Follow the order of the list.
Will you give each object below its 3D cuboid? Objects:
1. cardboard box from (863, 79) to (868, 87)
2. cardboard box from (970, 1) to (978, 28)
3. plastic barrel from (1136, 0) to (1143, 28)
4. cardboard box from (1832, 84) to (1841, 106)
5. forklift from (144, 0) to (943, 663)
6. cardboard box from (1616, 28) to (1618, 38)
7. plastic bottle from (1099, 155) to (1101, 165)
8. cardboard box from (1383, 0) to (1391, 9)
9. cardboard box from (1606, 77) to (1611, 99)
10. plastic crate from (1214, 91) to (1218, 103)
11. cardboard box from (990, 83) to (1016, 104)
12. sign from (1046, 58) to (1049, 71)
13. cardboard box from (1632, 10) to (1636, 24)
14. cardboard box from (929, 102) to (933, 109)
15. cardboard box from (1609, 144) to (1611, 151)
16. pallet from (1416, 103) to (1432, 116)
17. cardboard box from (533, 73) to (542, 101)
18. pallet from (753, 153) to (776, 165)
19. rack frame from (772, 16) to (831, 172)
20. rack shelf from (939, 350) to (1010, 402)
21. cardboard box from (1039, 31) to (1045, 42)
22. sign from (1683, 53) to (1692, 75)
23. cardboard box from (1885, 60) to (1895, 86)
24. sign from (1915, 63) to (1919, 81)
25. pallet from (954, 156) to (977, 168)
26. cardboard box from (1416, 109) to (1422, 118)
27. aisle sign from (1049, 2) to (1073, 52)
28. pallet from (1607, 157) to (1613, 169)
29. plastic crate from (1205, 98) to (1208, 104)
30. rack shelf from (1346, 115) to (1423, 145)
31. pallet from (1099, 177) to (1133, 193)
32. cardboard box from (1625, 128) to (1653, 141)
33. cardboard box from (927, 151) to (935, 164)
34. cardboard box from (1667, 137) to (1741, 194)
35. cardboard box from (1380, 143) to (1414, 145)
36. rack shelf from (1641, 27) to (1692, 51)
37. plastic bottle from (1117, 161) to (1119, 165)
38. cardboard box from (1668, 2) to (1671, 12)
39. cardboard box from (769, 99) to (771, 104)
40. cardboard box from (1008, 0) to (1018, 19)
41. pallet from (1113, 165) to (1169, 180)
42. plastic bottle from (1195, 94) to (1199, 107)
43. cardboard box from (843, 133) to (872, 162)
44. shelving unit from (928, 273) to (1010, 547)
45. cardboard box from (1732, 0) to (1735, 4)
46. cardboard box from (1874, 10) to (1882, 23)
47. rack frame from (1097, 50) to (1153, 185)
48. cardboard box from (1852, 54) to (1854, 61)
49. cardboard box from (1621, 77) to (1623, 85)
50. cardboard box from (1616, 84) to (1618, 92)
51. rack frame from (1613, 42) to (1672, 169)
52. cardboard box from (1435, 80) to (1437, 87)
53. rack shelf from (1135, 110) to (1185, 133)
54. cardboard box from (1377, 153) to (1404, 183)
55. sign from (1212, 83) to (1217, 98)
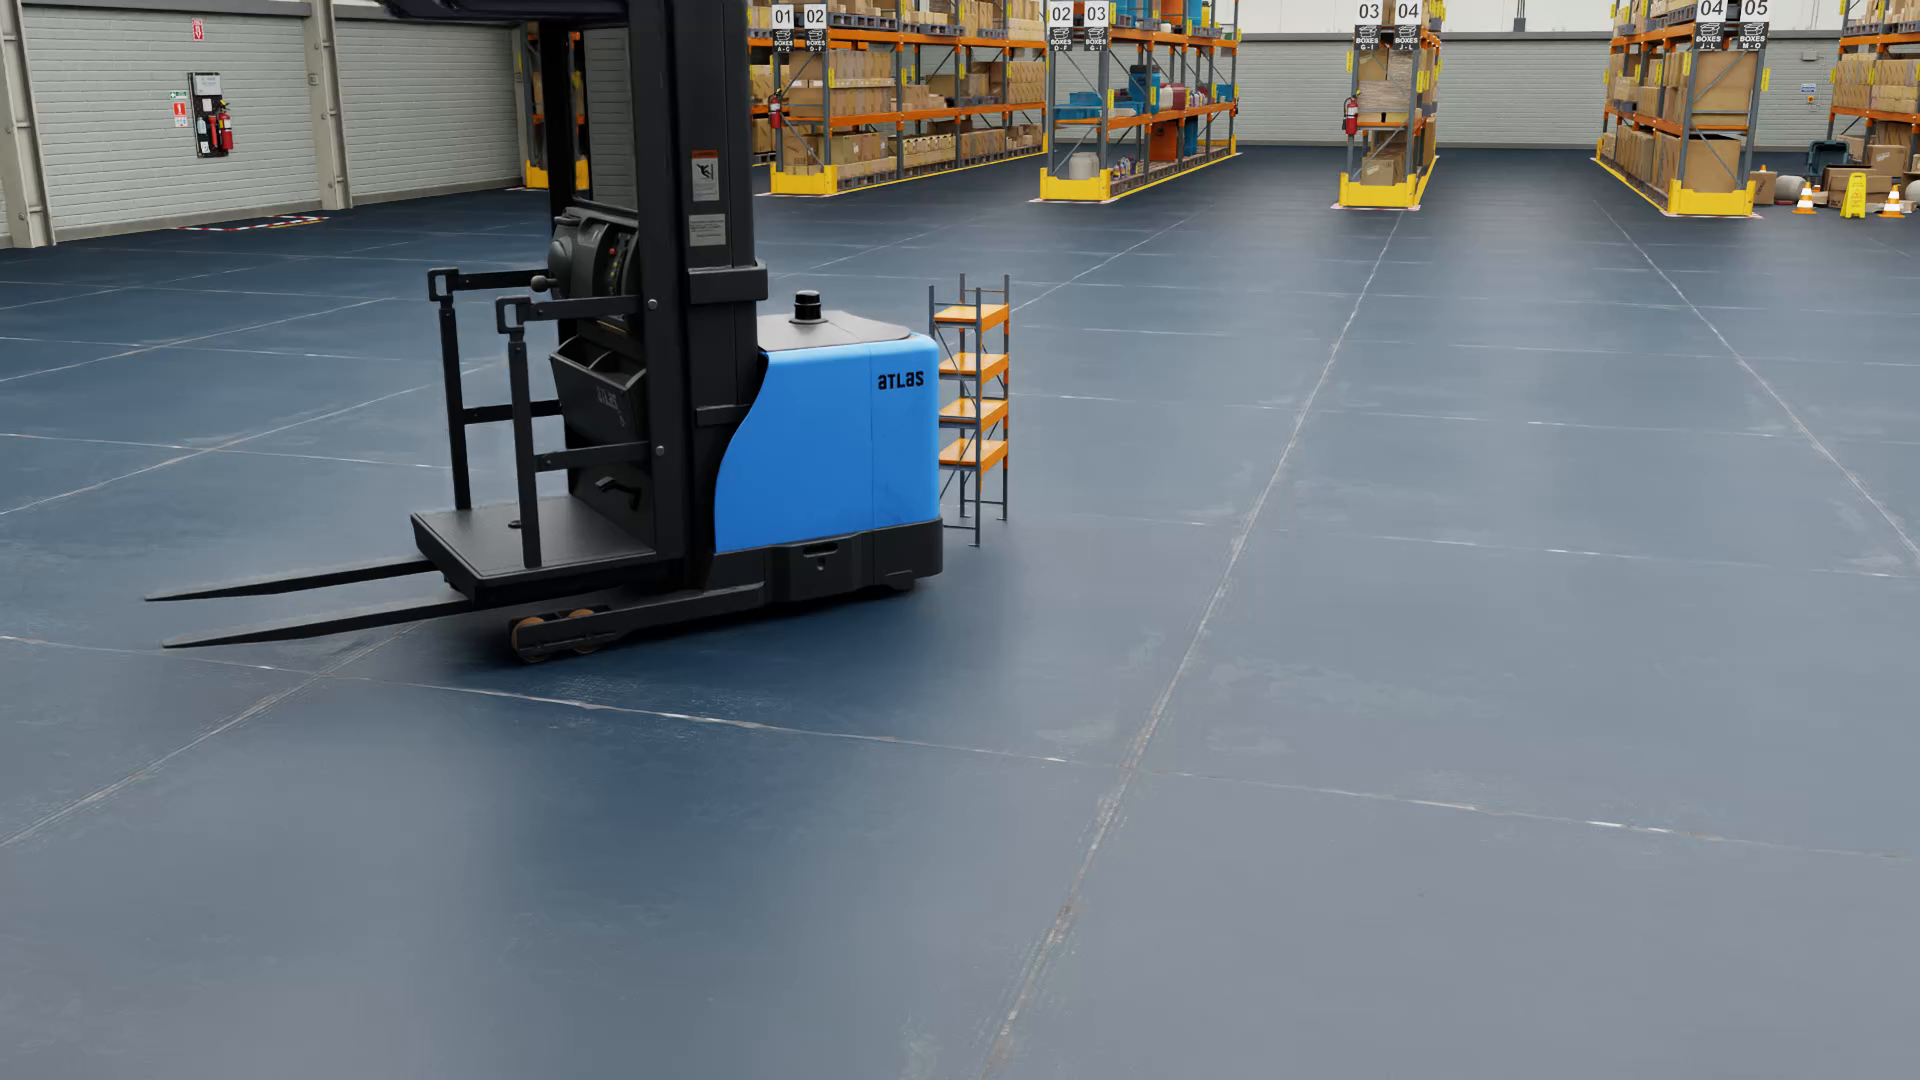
[{"bbox_3d":[-1.939,-8.536,31.055,0.380,0.149,0.250,5,17,18],"label":"cardboard box"},{"bbox_3d":[0.051,-12.024,38.093,0.600,0.600,0.600,4,16,14],"label":"cardboard box"},{"bbox_3d":[3.238,-10.286,32.180,0.600,0.901,0.600,0,16,0],"label":"plastic barrel"},{"bbox_3d":[20.364,-10.212,38.153,0.500,0.500,0.500,4,16,15],"label":"cardboard box"},{"bbox_3d":[-1.604,-1.116,6.394,3.031,2.935,1.130,-9,18,-29],"label":"forklift"},{"bbox_3d":[15.341,-11.625,38.095,0.500,0.250,0.500,4,16,14],"label":"cardboard box"},{"bbox_3d":[2.627,-7.027,31.157,0.144,0.351,0.185,5,16,16],"label":"plastic bottle"},{"bbox_3d":[6.694,-8.568,26.588,0.380,0.149,0.250,4,16,14],"label":"cardboard box"},{"bbox_3d":[15.609,-10.720,39.398,0.500,0.500,0.500,5,17,19],"label":"cardboard box"},{"bbox_3d":[6.000,-10.730,40.271,0.437,0.282,0.530,5,16,16],"label":"plastic crate"},{"bbox_3d":[1.047,-10.919,40.644,0.500,0.500,0.500,5,17,17],"label":"cardboard box"},{"bbox_3d":[2.304,-12.466,43.581,0.100,0.325,0.005,5,16,16],"label":"sign"},{"bbox_3d":[14.413,-10.966,34.893,0.500,0.311,0.500,4,16,15],"label":"cardboard box"},{"bbox_3d":[-0.804,-9.253,35.415,0.380,0.149,0.250,6,17,20],"label":"cardboard box"},{"bbox_3d":[14.774,-8.802,37.275,0.380,0.149,0.250,4,16,14],"label":"cardboard box"},{"bbox_3d":[8.221,-7.993,30.863,1.003,0.211,1.213,5,16,16],"label":"pallet"},{"bbox_3d":[-7.590,-8.440,30.953,0.500,0.500,0.500,4,16,15],"label":"cardboard box"},{"bbox_3d":[-4.950,-8.954,39.011,1.003,0.211,1.213,5,16,16],"label":"pallet"},{"bbox_3d":[-2.769,-7.619,29.194,1.000,3.000,0.127,5,16,16],"label":"rack frame"},{"bbox_3d":[0.047,-0.771,7.776,0.258,0.148,0.480,5,16,16],"label":"rack shelf"},{"bbox_3d":[1.885,-13.021,43.017,0.500,0.250,0.500,5,16,16],"label":"cardboard box"},{"bbox_3d":[10.938,-7.155,25.004,0.100,0.325,0.005,5,16,16],"label":"sign"},{"bbox_3d":[18.976,-9.391,33.425,0.500,0.500,0.500,4,16,14],"label":"cardboard box"},{"bbox_3d":[17.969,-8.773,31.142,0.100,0.325,0.005,5,16,16],"label":"sign"},{"bbox_3d":[-0.247,-8.563,37.632,1.003,0.211,1.213,5,16,16],"label":"pallet"},{"bbox_3d":[7.912,-7.497,29.224,0.380,0.149,0.250,5,16,16],"label":"cardboard box"},{"bbox_3d":[1.674,-8.489,27.496,0.394,0.787,0.004,5,16,16],"label":"aisle sign"},{"bbox_3d":[15.022,-8.415,37.111,1.003,0.211,1.213,5,16,16],"label":"pallet"},{"bbox_3d":[5.658,-10.386,39.323,0.396,0.136,0.243,5,16,16],"label":"plastic crate"},{"bbox_3d":[7.296,-7.027,28.425,1.077,0.370,4.000,5,16,16],"label":"rack shelf"},{"bbox_3d":[2.540,-6.446,30.169,1.003,0.211,1.213,5,16,16],"label":"pallet"},{"bbox_3d":[13.804,-8.224,33.765,0.500,0.250,0.500,5,17,17],"label":"cardboard box"},{"bbox_3d":[-0.844,-8.033,34.924,0.500,0.250,0.500,5,17,17],"label":"cardboard box"},{"bbox_3d":[11.584,-5.801,25.909,0.875,0.875,0.875,5,17,16],"label":"cardboard box"},{"bbox_3d":[8.530,-7.480,32.479,0.700,0.500,0.500,6,17,21],"label":"cardboard box"},{"bbox_3d":[13.159,-9.105,30.256,1.077,0.370,4.000,5,16,16],"label":"rack shelf"},{"bbox_3d":[2.910,-6.826,30.568,0.061,0.283,0.133,5,16,16],"label":"plastic bottle"},{"bbox_3d":[12.162,-8.989,28.034,0.380,0.149,0.250,4,16,15],"label":"cardboard box"},{"bbox_3d":[-4.675,-10.324,39.155,0.380,0.149,0.250,5,17,17],"label":"cardboard box"},{"bbox_3d":[1.021,-12.981,40.584,0.700,0.500,0.500,5,16,16],"label":"cardboard box"},{"bbox_3d":[3.646,-7.468,33.770,1.003,0.211,1.213,5,16,16],"label":"pallet"},{"bbox_3d":[5.302,-9.923,37.543,0.152,0.276,0.135,5,16,16],"label":"plastic bottle"},{"bbox_3d":[-1.975,-7.374,31.226,0.500,0.500,0.500,5,16,16],"label":"cardboard box"},{"bbox_3d":[0.047,-0.621,7.818,0.258,1.200,0.503,5,16,16],"label":"shelving unit"},{"bbox_3d":[12.074,-8.274,25.515,0.380,0.149,0.250,5,17,16],"label":"cardboard box"},{"bbox_3d":[19.514,-11.041,35.056,0.396,0.266,0.258,5,17,18],"label":"cardboard box"},{"bbox_3d":[3.116,-8.280,31.526,1.000,3.000,0.127,5,16,16],"label":"rack frame"},{"bbox_3d":[20.138,-10.761,37.066,0.380,0.149,0.250,5,17,16],"label":"cardboard box"},{"bbox_3d":[13.945,-9.540,34.567,0.380,0.149,0.250,5,17,18],"label":"cardboard box"},{"bbox_3d":[14.240,-9.667,35.560,0.380,0.149,0.250,4,16,15],"label":"cardboard box"},{"bbox_3d":[14.865,-9.578,36.101,1.000,3.000,0.127,5,16,16],"label":"rack frame"},{"bbox_3d":[11.388,-11.320,40.596,0.500,0.500,0.500,5,17,17],"label":"cardboard box"},{"bbox_3d":[3.684,-8.458,33.469,1.077,0.370,4.000,5,16,16],"label":"rack shelf"},{"bbox_3d":[7.456,-6.475,28.973,0.500,0.500,0.500,3,16,11],"label":"cardboard box"},{"bbox_3d":[5.916,-10.463,38.715,0.100,0.325,0.005,5,16,16],"label":"sign"}]
